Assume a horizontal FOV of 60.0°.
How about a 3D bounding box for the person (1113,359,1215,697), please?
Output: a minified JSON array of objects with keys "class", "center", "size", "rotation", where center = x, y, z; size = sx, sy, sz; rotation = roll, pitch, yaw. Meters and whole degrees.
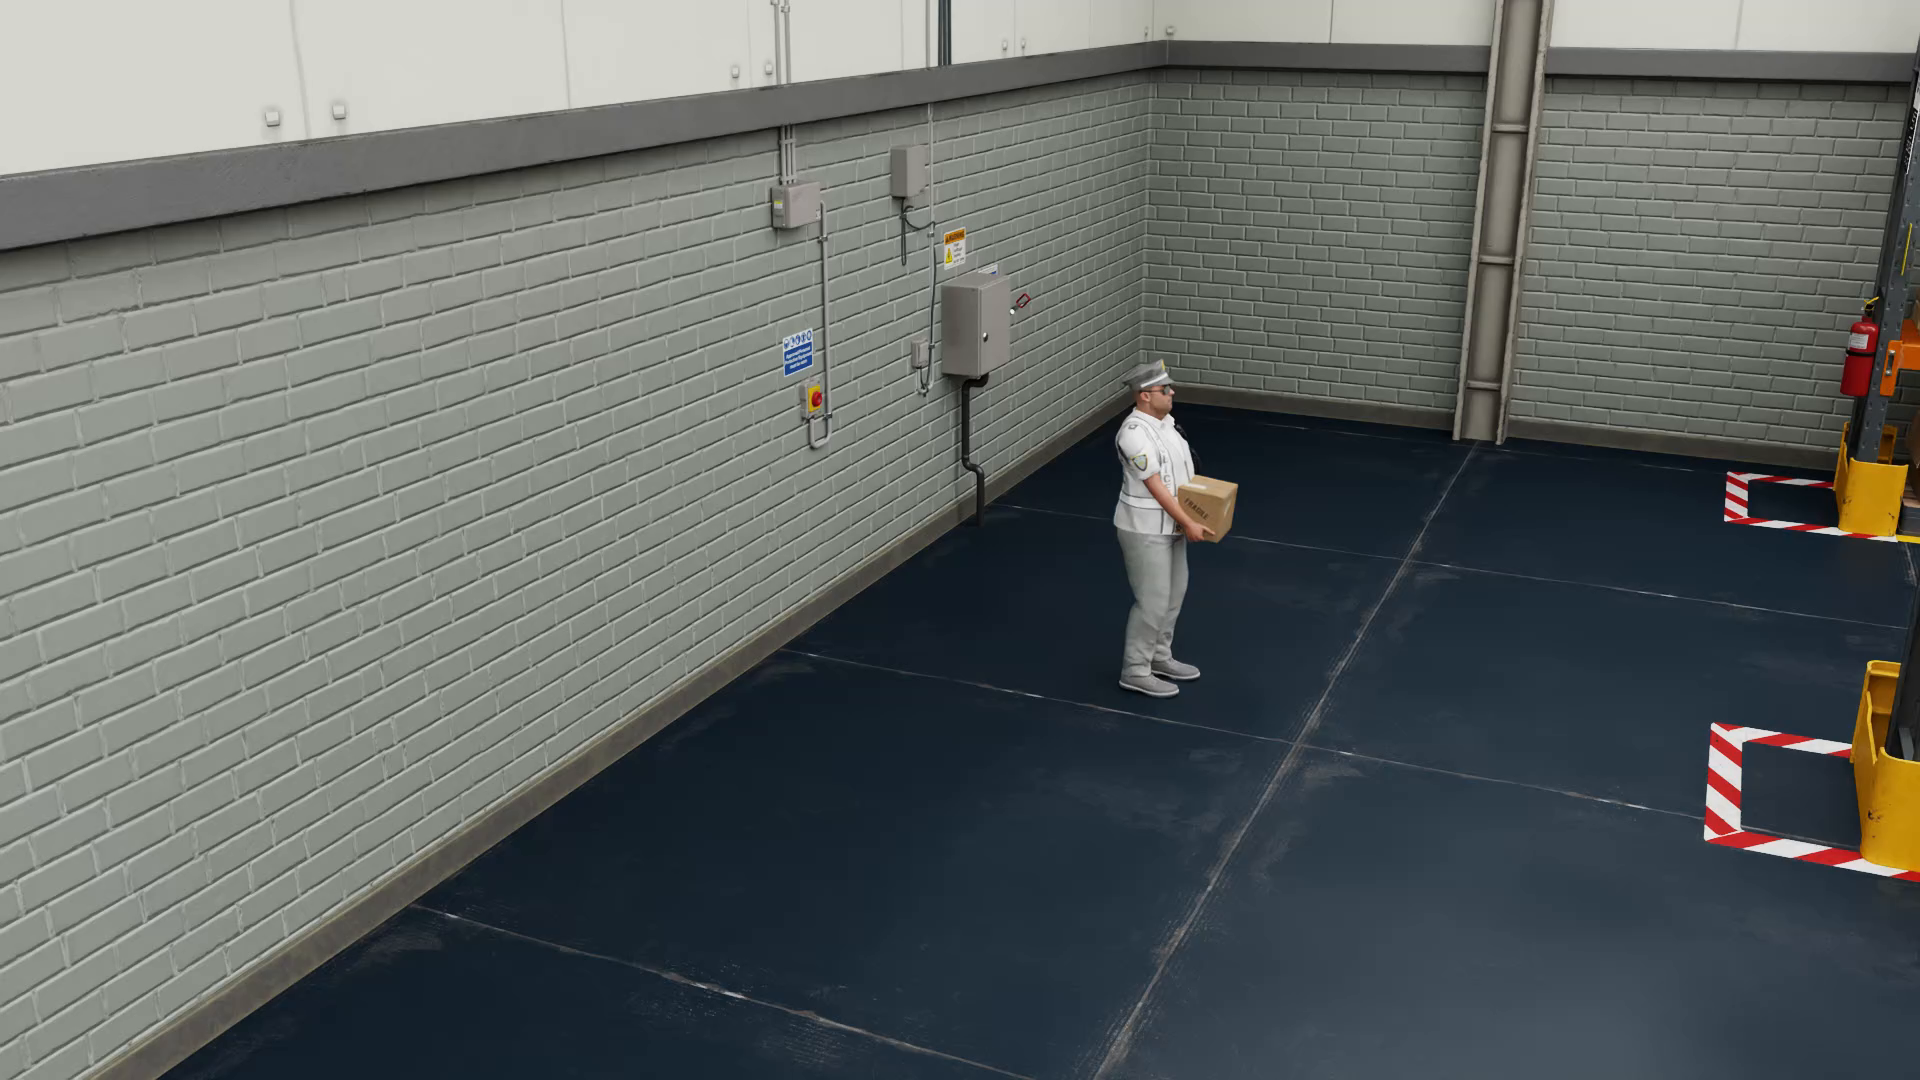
[{"class":"person","center":[1.100,-0.072,8.731],"size":[0.571,1.768,0.494],"rotation":[8,21,23]}]
